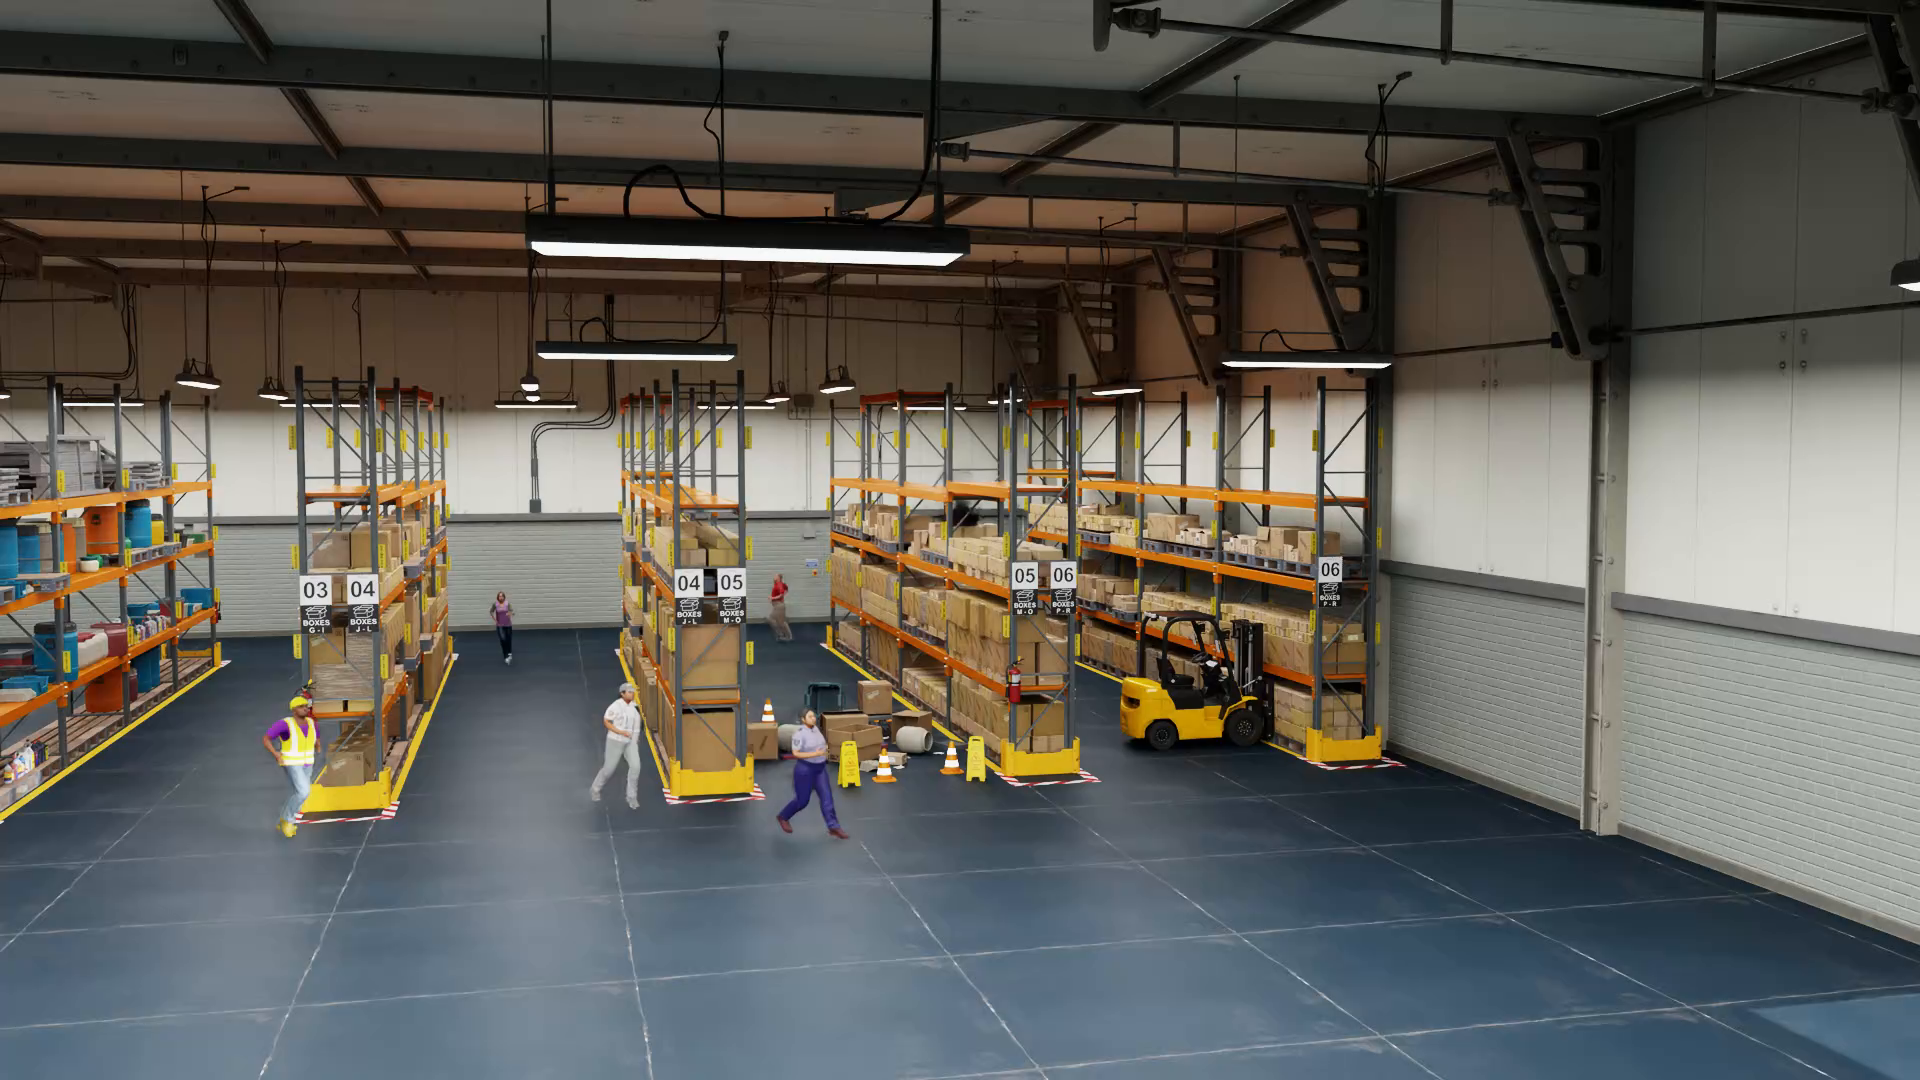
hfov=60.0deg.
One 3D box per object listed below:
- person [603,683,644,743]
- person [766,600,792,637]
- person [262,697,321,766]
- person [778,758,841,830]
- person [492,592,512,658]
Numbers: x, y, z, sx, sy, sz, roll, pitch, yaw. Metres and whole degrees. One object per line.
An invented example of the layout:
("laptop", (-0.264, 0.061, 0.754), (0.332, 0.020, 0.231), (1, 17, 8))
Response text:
("person", (-4.622, 2.411, 22.920), (0.517, 0.856, 0.660), (3, 5, 42))
("person", (-4.490, 1.945, 41.347), (0.630, 0.928, 0.424), (-1, 3, -11))
("person", (-8.389, 2.423, 21.107), (0.543, 0.874, 0.725), (2, 4, 29))
("person", (-1.884, 3.182, 20.918), (0.857, 0.911, 0.412), (3, 4, 39))
("person", (-10.312, 1.902, 37.470), (0.487, 1.493, 0.700), (-1, 4, -21))
